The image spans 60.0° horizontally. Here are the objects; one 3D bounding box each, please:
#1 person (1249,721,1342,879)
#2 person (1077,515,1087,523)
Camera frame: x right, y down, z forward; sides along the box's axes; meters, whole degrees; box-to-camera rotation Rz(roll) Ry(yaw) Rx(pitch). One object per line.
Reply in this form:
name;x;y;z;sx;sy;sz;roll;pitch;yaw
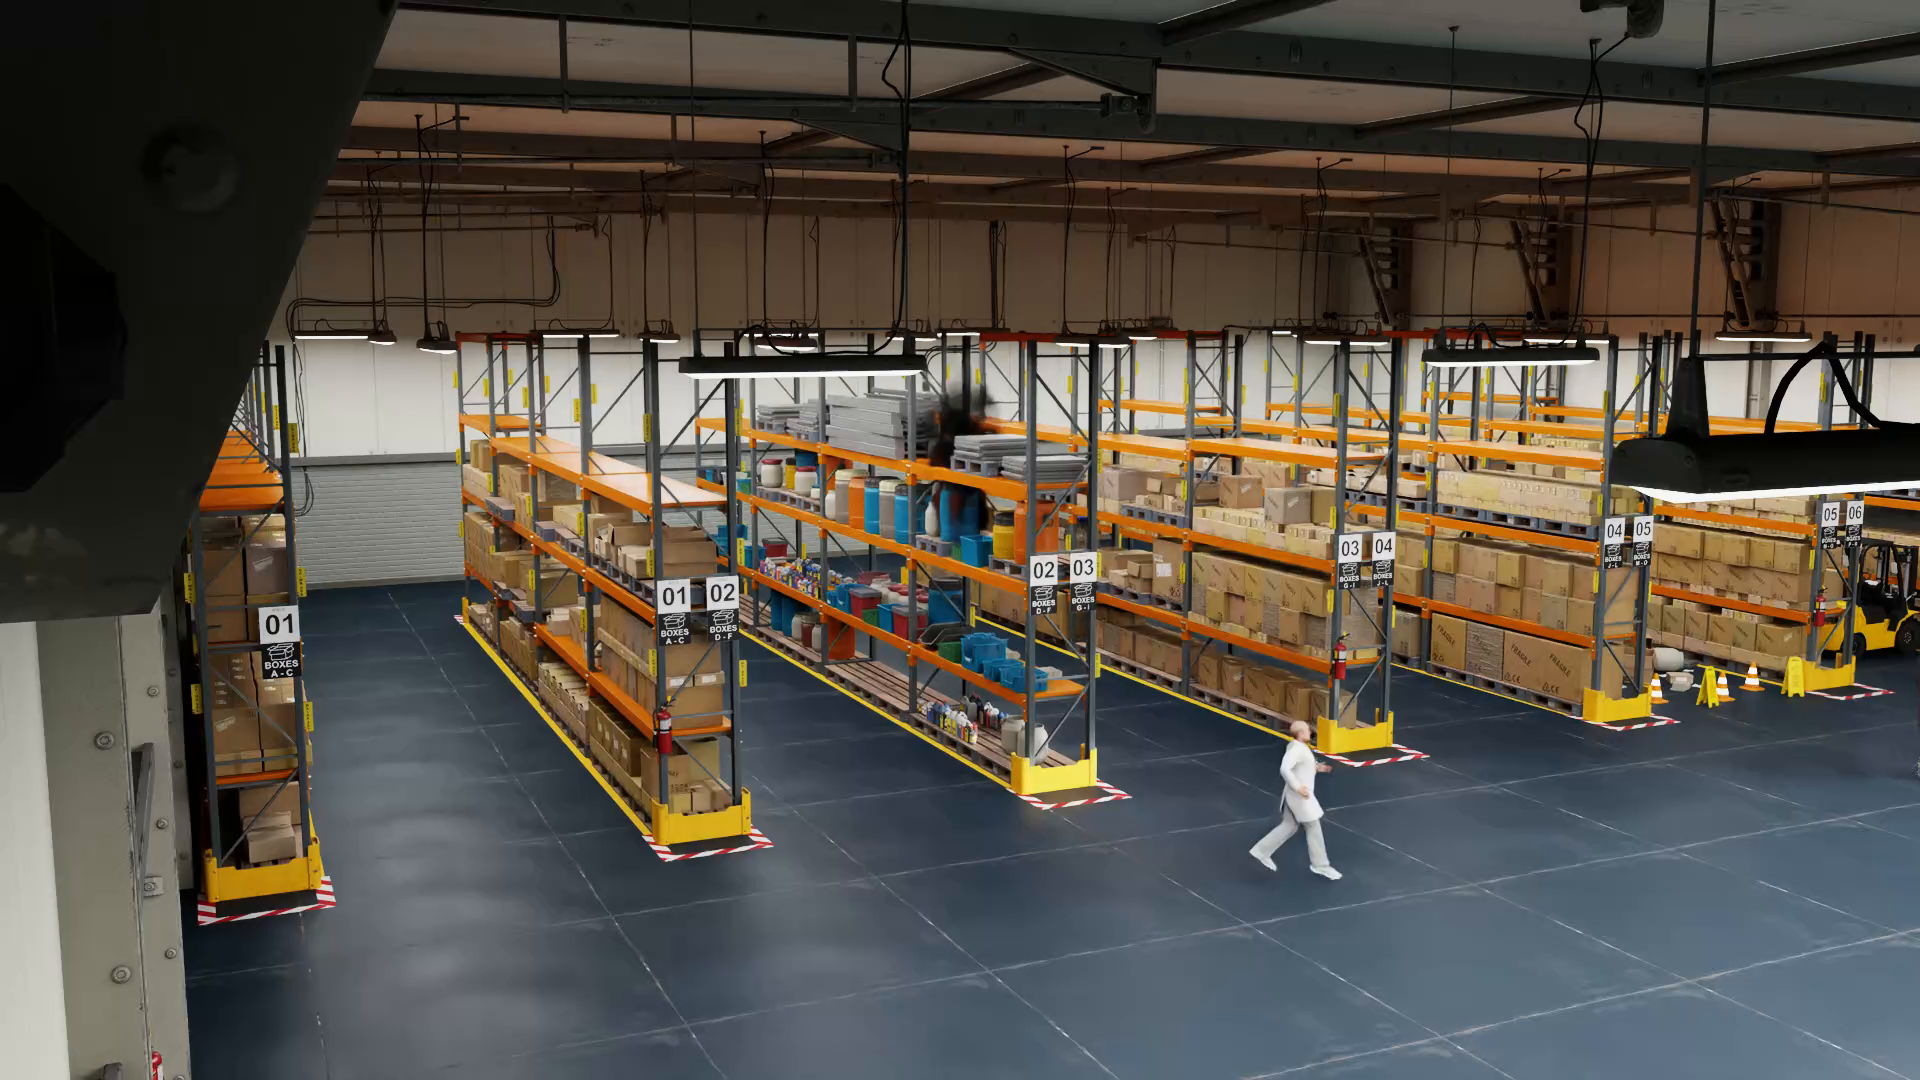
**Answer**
person;3.797;2.922;18.739;1.040;1.805;0.703;0;8;-2
person;3.050;-0.109;41.838;0.920;1.653;0.611;-3;8;-23
